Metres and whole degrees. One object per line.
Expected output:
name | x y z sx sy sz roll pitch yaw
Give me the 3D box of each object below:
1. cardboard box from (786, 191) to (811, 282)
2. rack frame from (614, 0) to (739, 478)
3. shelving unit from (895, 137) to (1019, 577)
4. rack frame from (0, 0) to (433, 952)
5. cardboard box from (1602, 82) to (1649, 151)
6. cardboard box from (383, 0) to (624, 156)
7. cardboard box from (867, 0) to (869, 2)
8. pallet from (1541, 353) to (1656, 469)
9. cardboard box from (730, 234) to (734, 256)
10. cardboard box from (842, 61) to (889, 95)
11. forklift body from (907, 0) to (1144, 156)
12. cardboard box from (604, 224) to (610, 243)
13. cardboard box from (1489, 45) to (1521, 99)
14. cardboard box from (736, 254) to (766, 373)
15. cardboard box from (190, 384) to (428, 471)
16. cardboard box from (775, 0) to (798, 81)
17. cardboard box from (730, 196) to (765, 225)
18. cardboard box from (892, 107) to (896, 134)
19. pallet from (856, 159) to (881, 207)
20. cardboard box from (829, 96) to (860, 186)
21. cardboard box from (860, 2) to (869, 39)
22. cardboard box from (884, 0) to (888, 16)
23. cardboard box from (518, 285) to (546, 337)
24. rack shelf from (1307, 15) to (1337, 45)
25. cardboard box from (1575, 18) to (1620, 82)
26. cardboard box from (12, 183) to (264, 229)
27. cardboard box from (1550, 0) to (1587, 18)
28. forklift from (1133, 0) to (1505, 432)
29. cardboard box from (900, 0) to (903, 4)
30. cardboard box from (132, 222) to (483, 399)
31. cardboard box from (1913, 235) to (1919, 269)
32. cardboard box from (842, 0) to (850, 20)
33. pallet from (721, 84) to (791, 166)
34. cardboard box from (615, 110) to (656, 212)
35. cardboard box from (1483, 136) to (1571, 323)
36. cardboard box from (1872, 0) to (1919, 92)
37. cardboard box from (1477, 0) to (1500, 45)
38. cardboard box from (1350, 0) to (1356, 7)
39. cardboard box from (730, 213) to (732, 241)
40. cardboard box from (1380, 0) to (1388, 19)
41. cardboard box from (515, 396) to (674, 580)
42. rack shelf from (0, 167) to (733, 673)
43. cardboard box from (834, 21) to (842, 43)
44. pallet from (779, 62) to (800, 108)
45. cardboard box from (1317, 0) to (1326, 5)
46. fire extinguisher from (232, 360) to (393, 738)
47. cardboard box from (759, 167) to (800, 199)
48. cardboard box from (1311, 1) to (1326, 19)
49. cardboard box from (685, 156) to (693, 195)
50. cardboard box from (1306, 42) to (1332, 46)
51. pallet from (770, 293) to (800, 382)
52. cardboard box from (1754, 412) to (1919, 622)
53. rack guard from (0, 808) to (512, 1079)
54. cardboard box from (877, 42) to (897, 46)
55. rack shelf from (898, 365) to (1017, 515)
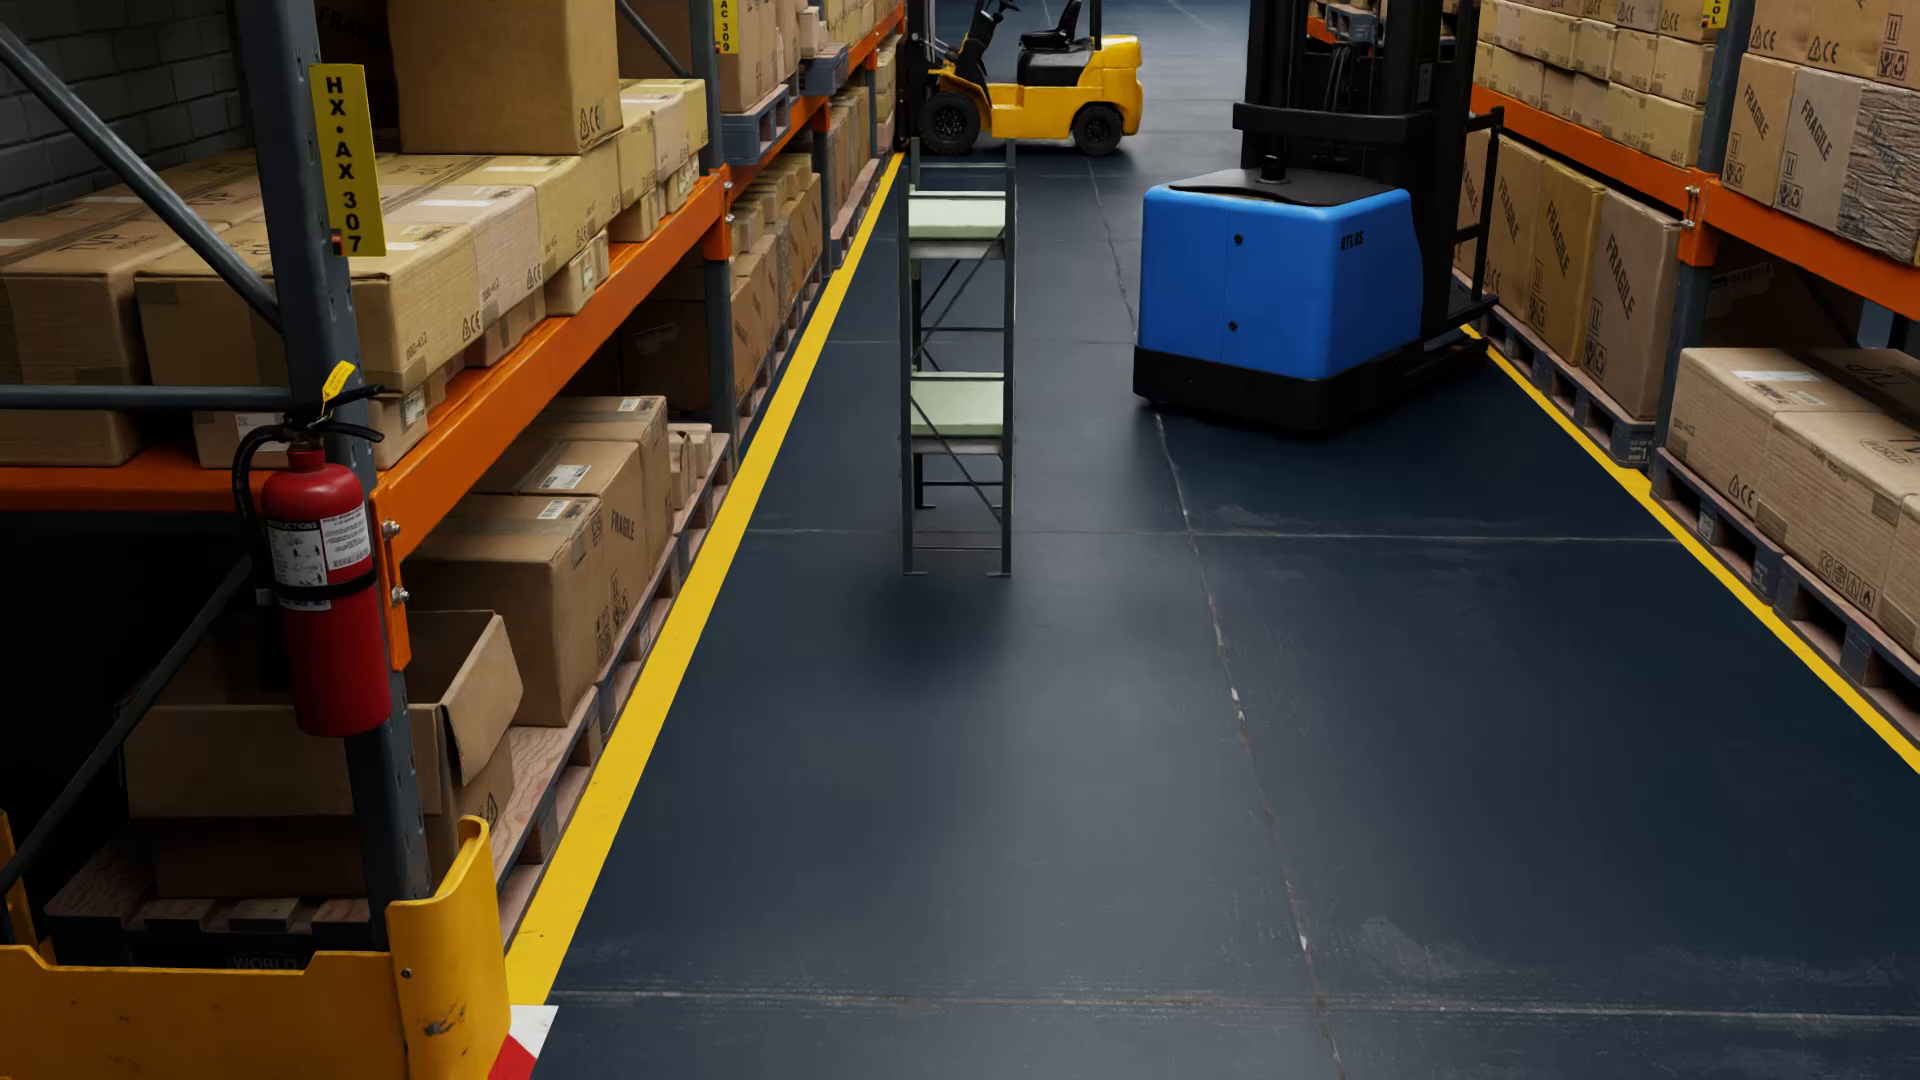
cardboard box | -1.178 -1.839 9.996 0.500 0.500 0.500 0 21 1
rack frame | -1.476 -1.698 6.759 1.000 3.000 0.127 1 21 2
shelving unit | 0.000 -0.702 6.264 0.431 1.500 0.755 1 21 2
rack frame | -1.598 -0.252 3.031 1.000 3.000 0.127 1 21 2
cardboard box | 3.264 -1.924 7.548 0.500 0.250 0.500 0 21 1
cardboard box | -1.269 -1.374 4.682 0.500 0.500 0.500 1 21 3
cardboard box | -0.992 -4.573 13.685 0.500 0.250 0.500 0 21 0
pallet | 3.434 -0.625 7.847 1.003 0.211 1.213 1 21 2
cardboard box | -1.272 -1.352 7.844 0.380 0.149 0.250 0 21 -1
cardboard box | -0.904 -4.142 14.896 0.500 0.250 0.500 0 21 1
forklift body | 0.655 -4.936 16.276 2.313 2.155 1.214 1 21 2
cardboard box | -1.338 -0.995 5.294 0.380 0.149 0.250 1 21 2
cardboard box | 3.343 -2.661 9.448 0.500 0.250 0.500 0 21 0
cardboard box | -1.230 -1.094 8.076 0.500 0.500 0.500 0 21 1
cardboard box | -1.313 -0.251 3.375 0.380 0.149 0.250 0 21 1
cardboard box | -1.198 -2.584 8.323 0.700 0.500 0.500 1 21 1
cardboard box | -1.243 -1.728 8.815 0.380 0.149 0.250 1 21 2
cardboard box | -0.887 -4.046 16.029 0.500 0.250 0.500 1 21 3
pallet | -1.216 -3.024 14.030 1.003 0.211 1.213 1 21 2
cardboard box | -1.269 -3.210 13.358 0.875 0.625 0.625 0 21 1
cardboard box | -0.996 -4.154 13.295 0.500 0.250 0.500 1 21 1
cardboard box | -0.945 -5.166 15.559 0.500 0.500 0.500 0 21 1
cardboard box | -1.307 -0.625 4.341 0.380 0.149 0.250 1 21 2
rack shelf | 3.790 -4.925 16.070 1.077 0.370 4.000 1 21 2
cardboard box | 3.273 -2.338 7.925 0.500 0.250 0.500 1 21 3
cardboard box | -1.832 -0.676 3.921 0.500 0.250 0.500 1 21 2
cardboard box | 3.292 -2.880 8.283 0.500 0.500 0.500 1 21 2
forklift | 2.175 -2.330 8.481 1.130 2.935 3.031 16 27 36
cardboard box | -0.863 -5.903 17.457 0.500 0.500 0.500 0 21 0
cardboard box | -1.315 -0.482 3.420 0.500 0.250 0.500 1 21 2
cardboard box | 3.153 -0.977 4.761 0.500 0.500 0.500 1 21 3
cardboard box | -1.046 -3.835 11.783 0.500 0.250 0.500 0 21 0
pallet | -1.343 -1.896 7.535 1.003 0.211 1.213 1 21 2
cardboard box | -1.276 -1.219 5.319 0.500 0.250 0.500 0 21 1
cardboard box | 3.472 -1.725 9.185 0.875 0.875 0.875 1 21 2
cardboard box | 3.180 -1.620 5.038 0.500 0.500 0.500 1 21 3
cardboard box | 3.345 -3.074 9.820 0.500 0.250 0.500 0 21 1
cardboard box | 3.396 -4.420 13.540 0.380 0.149 0.250 1 21 2
cardboard box | -1.239 -1.391 7.534 0.380 0.149 0.250 0 21 -1
cardboard box | 3.329 -3.949 12.326 0.380 0.149 0.250 1 21 4
cardboard box | -1.388 -0.186 5.738 0.700 0.500 0.500 0 21 0
rack shelf | -1.537 -0.640 5.025 1.077 0.370 4.000 1 21 2
cardboard box | -1.076 -3.414 11.388 0.500 0.250 0.500 0 21 0
pallet | -1.409 -2.352 8.709 1.003 0.211 1.213 1 21 2
cardboard box | 3.503 -5.072 14.905 0.500 0.500 0.500 1 21 3
fire extinguisher | -1.140 0.016 2.963 0.296 0.674 0.183 1 21 2
cardboard box | -1.146 -2.102 9.778 0.380 0.149 0.250 0 21 0
cardboard box | 3.462 -4.907 15.377 0.380 0.149 0.250 0 21 1
cardboard box | -1.219 -1.369 6.257 0.380 0.149 0.250 1 21 3
cardboard box | 3.538 -4.761 16.836 0.500 0.500 0.500 0 21 0
pallet | -1.455 -1.135 9.162 1.003 0.211 1.213 1 21 2
cardboard box | 3.333 -0.097 5.593 0.875 0.438 0.875 0 21 0
rack guard | -1.595 0.886 3.554 1.175 0.500 0.348 1 21 2
cardboard box | -0.828 -4.880 16.797 0.500 0.250 0.500 1 21 2
rack shelf | 0.000 -0.398 6.382 0.431 0.370 0.720 1 21 2
